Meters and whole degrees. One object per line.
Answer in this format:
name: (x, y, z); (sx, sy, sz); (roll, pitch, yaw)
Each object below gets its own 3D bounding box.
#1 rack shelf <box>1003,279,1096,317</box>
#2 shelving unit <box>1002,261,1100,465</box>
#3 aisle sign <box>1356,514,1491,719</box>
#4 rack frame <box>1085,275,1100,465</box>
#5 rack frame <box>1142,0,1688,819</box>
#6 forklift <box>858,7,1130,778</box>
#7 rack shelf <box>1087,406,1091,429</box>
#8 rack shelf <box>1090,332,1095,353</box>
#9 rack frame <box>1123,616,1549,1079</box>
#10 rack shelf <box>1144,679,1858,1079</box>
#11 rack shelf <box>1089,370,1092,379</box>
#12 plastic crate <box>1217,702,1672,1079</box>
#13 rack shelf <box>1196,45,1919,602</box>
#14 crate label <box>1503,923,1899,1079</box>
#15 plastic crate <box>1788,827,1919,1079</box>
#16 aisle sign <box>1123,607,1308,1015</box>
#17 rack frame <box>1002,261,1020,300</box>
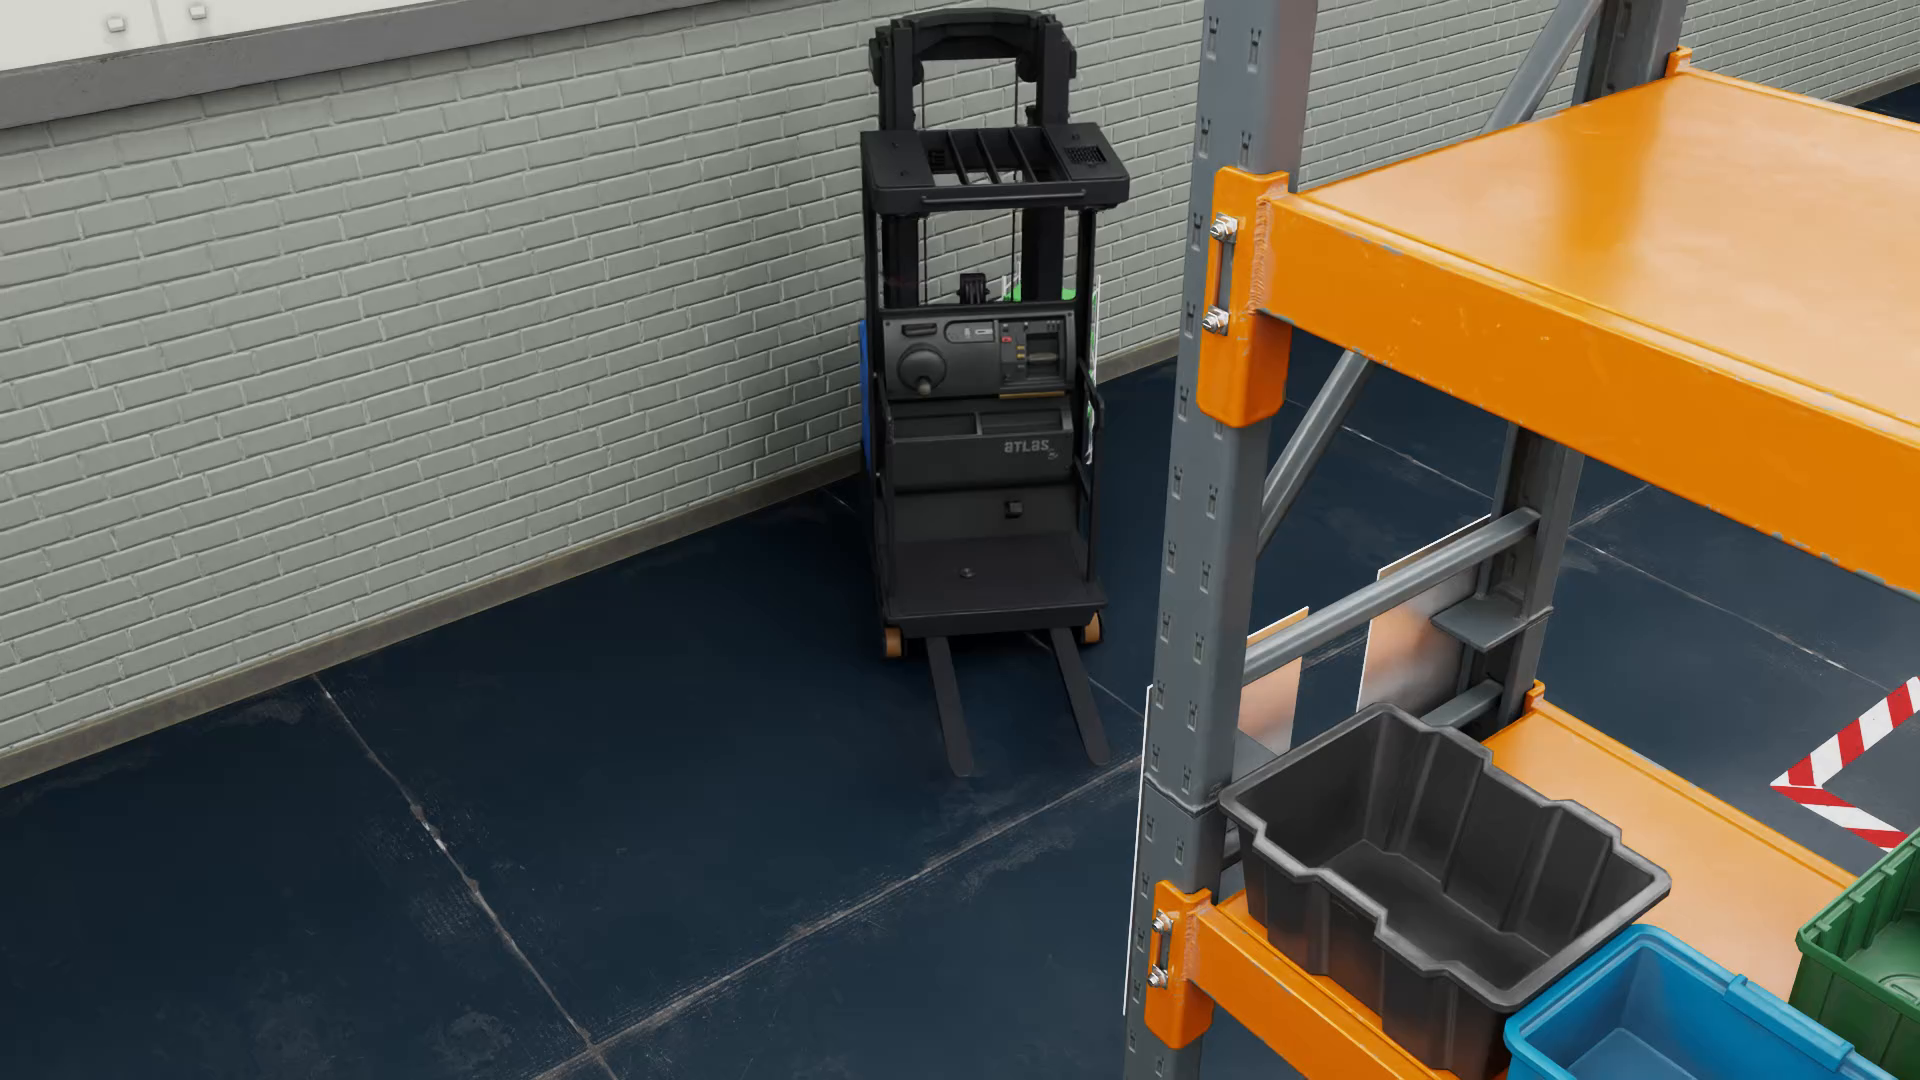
rack shelf: (0.514, -1.335, 9.473); (0.480, 0.148, 0.258); (13, 34, 20)
shelving unit: (0.514, -0.981, 9.693); (0.503, 1.200, 0.258); (13, 34, 20)
aisle sign: (0.938, 0.328, 3.414); (0.394, 0.787, 0.004); (-22, 38, -31)
rack frame: (0.737, -0.929, 9.609); (0.015, 1.200, 0.240); (13, 34, 20)
rack frame: (0.751, -0.991, 2.317); (1.000, 3.000, 0.127); (-22, 38, -31)
forklift: (0.124, -0.848, 7.837); (1.130, 2.935, 3.031); (-4, 32, -6)
rack shelf: (0.514, -0.723, 9.853); (0.480, 0.148, 0.258); (13, 34, 20)
rack shelf: (0.514, -1.131, 9.600); (0.480, 0.148, 0.258); (13, 34, 20)
rack frame: (0.751, 1.557, 3.899); (1.000, 3.000, 0.127); (-22, 38, -31)
rack shelf: (1.977, 1.422, 1.956); (1.077, 0.370, 4.000); (-22, 38, -31)
rack shelf: (0.514, -0.927, 9.727); (0.480, 0.148, 0.258); (13, 34, 20)
plastic crate: (0.767, 0.589, 2.739); (0.497, 0.269, 0.590); (-22, 38, -31)
rack shelf: (1.977, 0.318, 1.270); (1.077, 0.370, 4.000); (-22, 38, -31)
crate label: (1.061, 0.835, 2.360); (0.408, 0.251, 0.502); (-22, 38, -31)
plastic crate: (1.581, 0.692, 2.651); (0.450, 0.188, 0.336); (-22, 38, -31)
aisle sign: (0.472, 0.519, 3.107); (0.394, 0.787, 0.004); (-22, 38, -31)
rack frame: (0.291, -1.034, 9.777); (0.015, 1.200, 0.240); (13, 34, 20)
